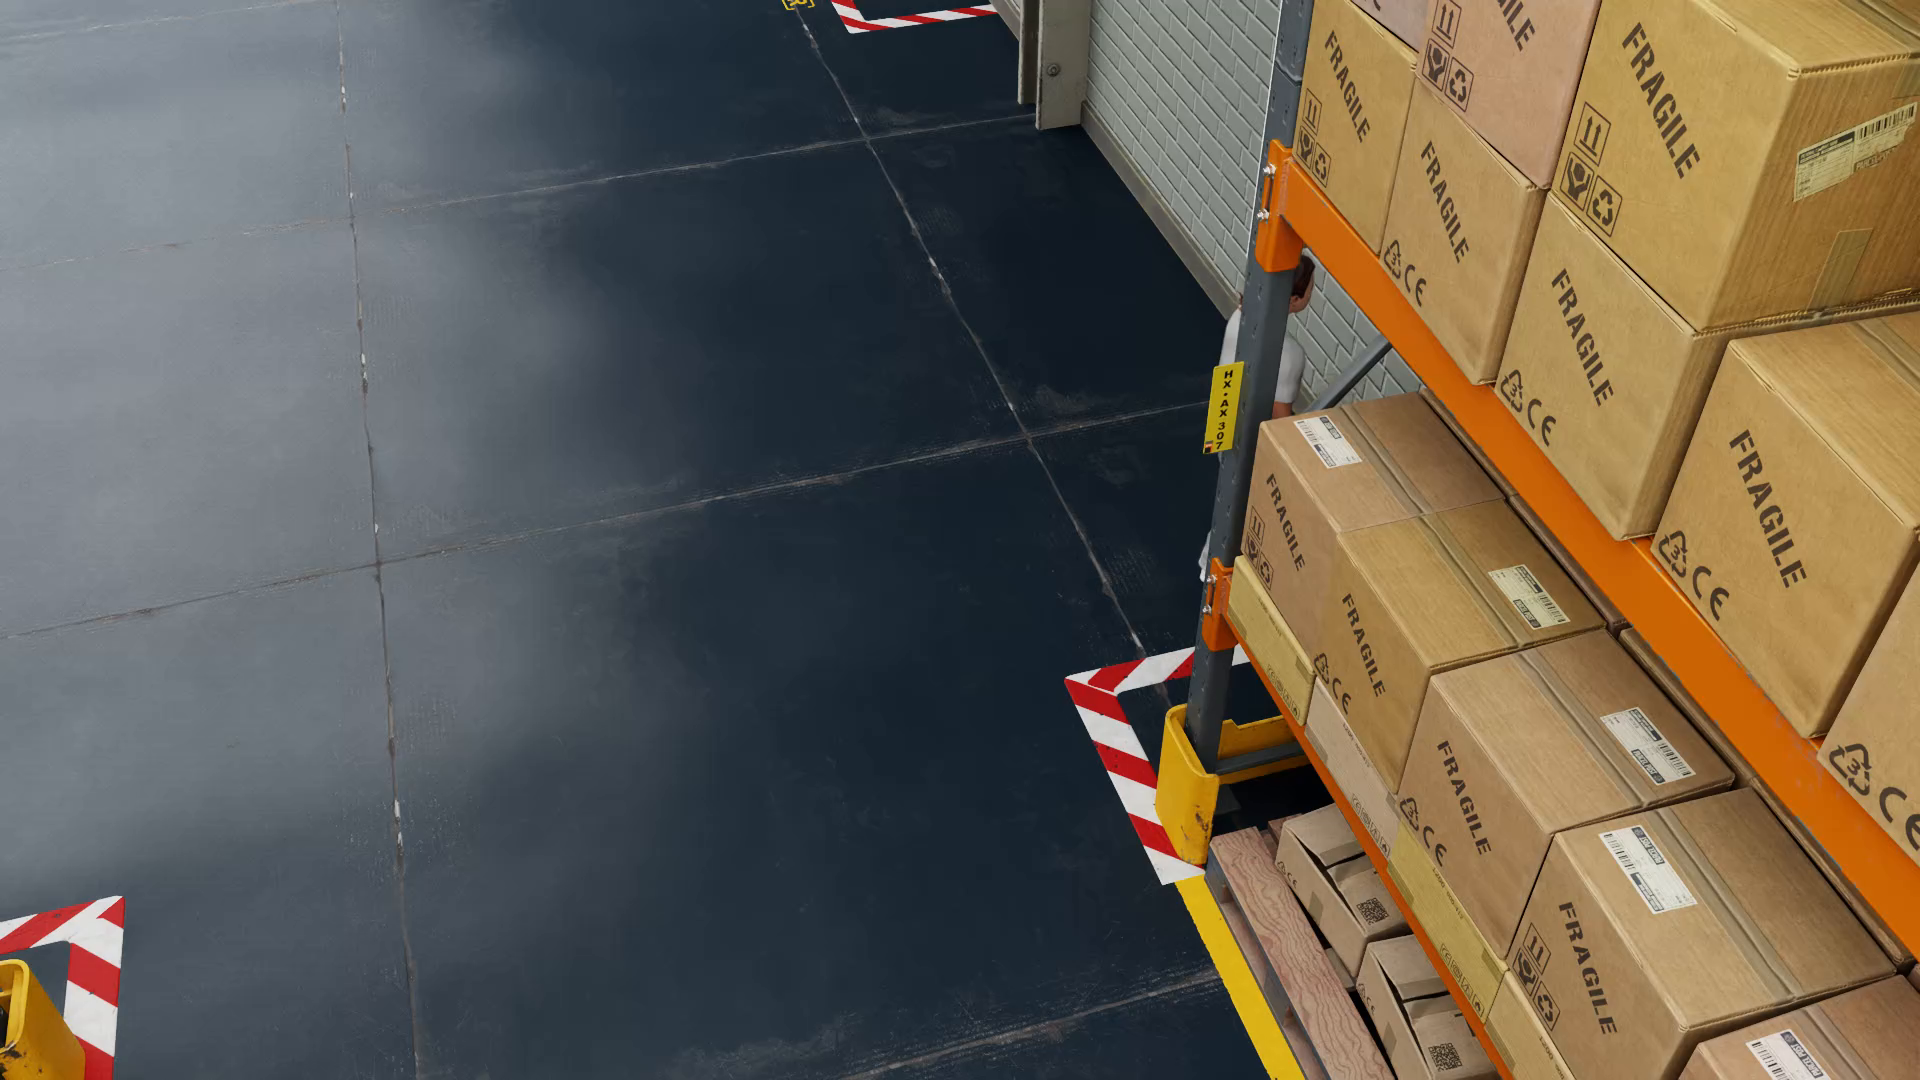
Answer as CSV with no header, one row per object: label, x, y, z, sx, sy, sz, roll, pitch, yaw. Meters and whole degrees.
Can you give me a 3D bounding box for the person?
person,1.190,-0.400,6.613,0.363,1.655,0.476,-13,44,-14
